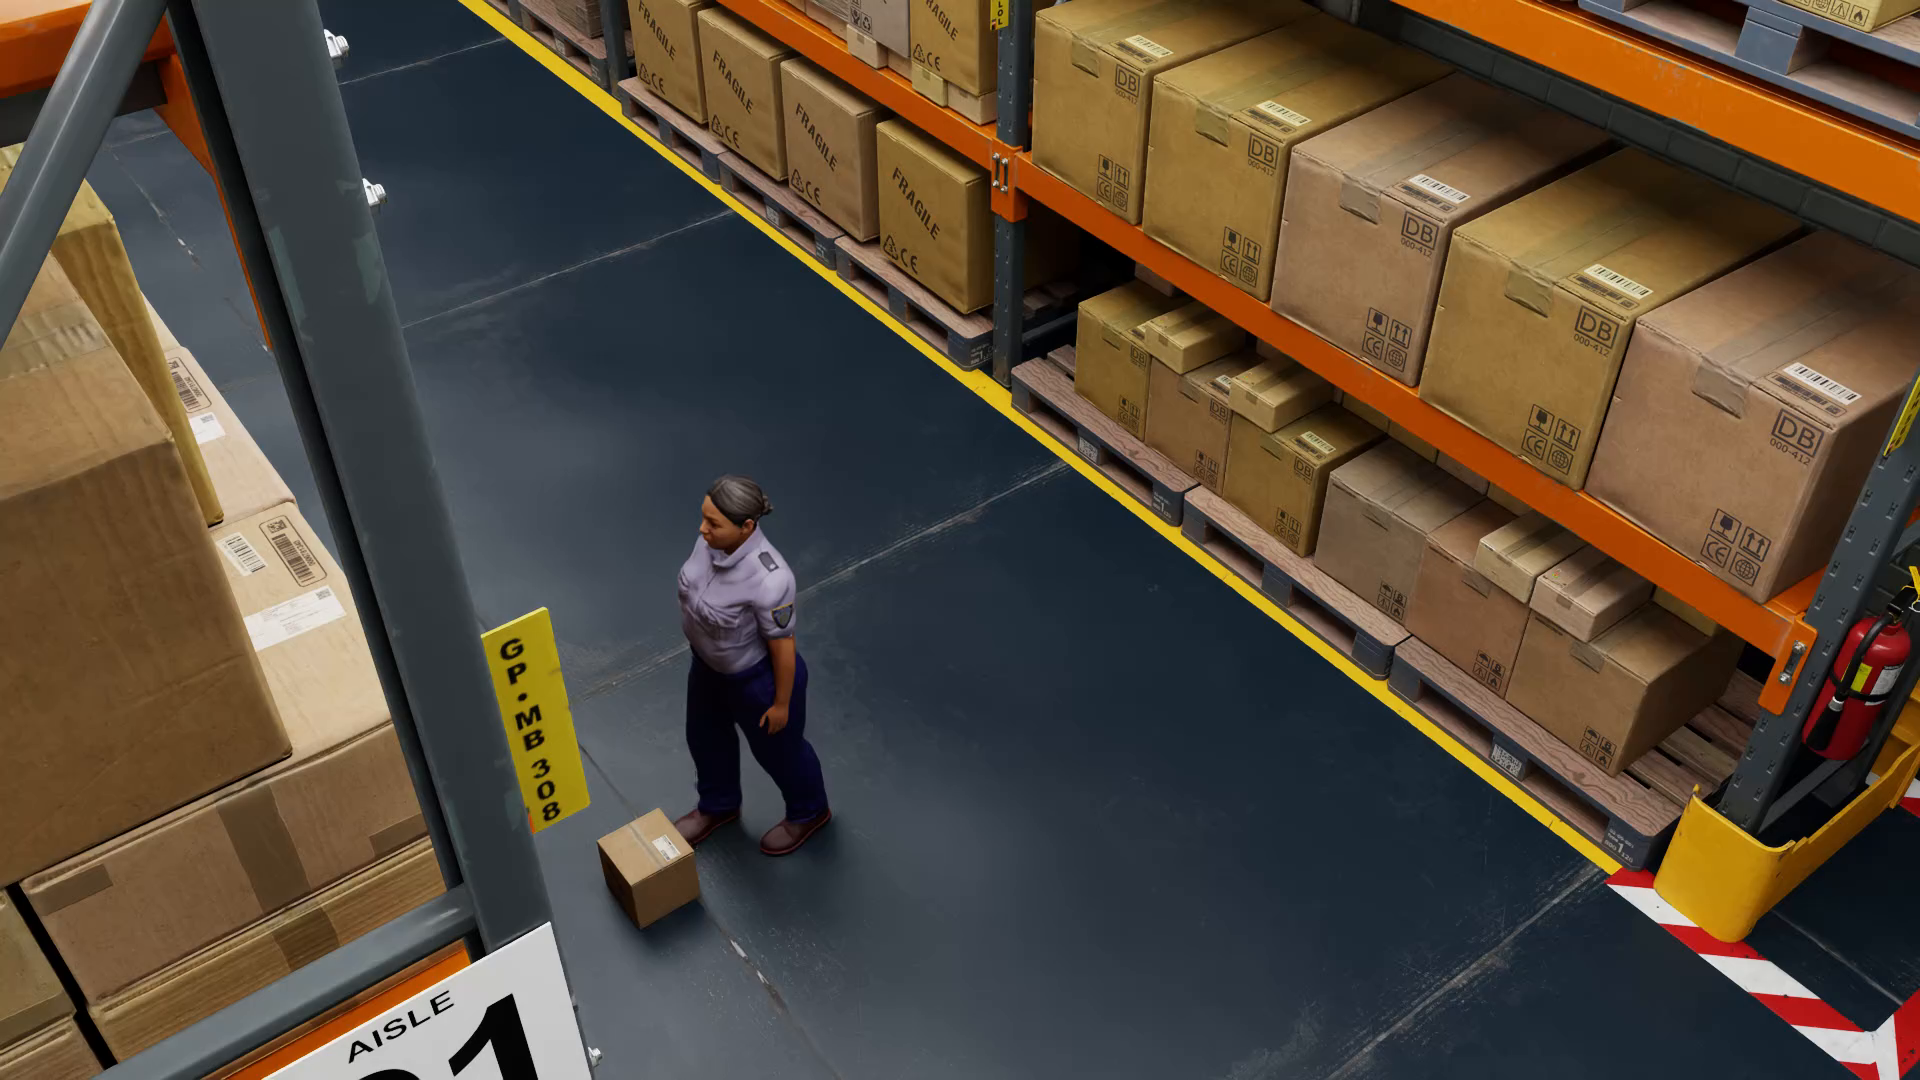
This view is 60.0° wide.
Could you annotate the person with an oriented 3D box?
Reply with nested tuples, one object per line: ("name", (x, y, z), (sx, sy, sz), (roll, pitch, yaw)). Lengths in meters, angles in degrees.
("person", (-0.768, 0.485, 5.642), (0.561, 1.599, 0.477), (-26, 47, -27))
